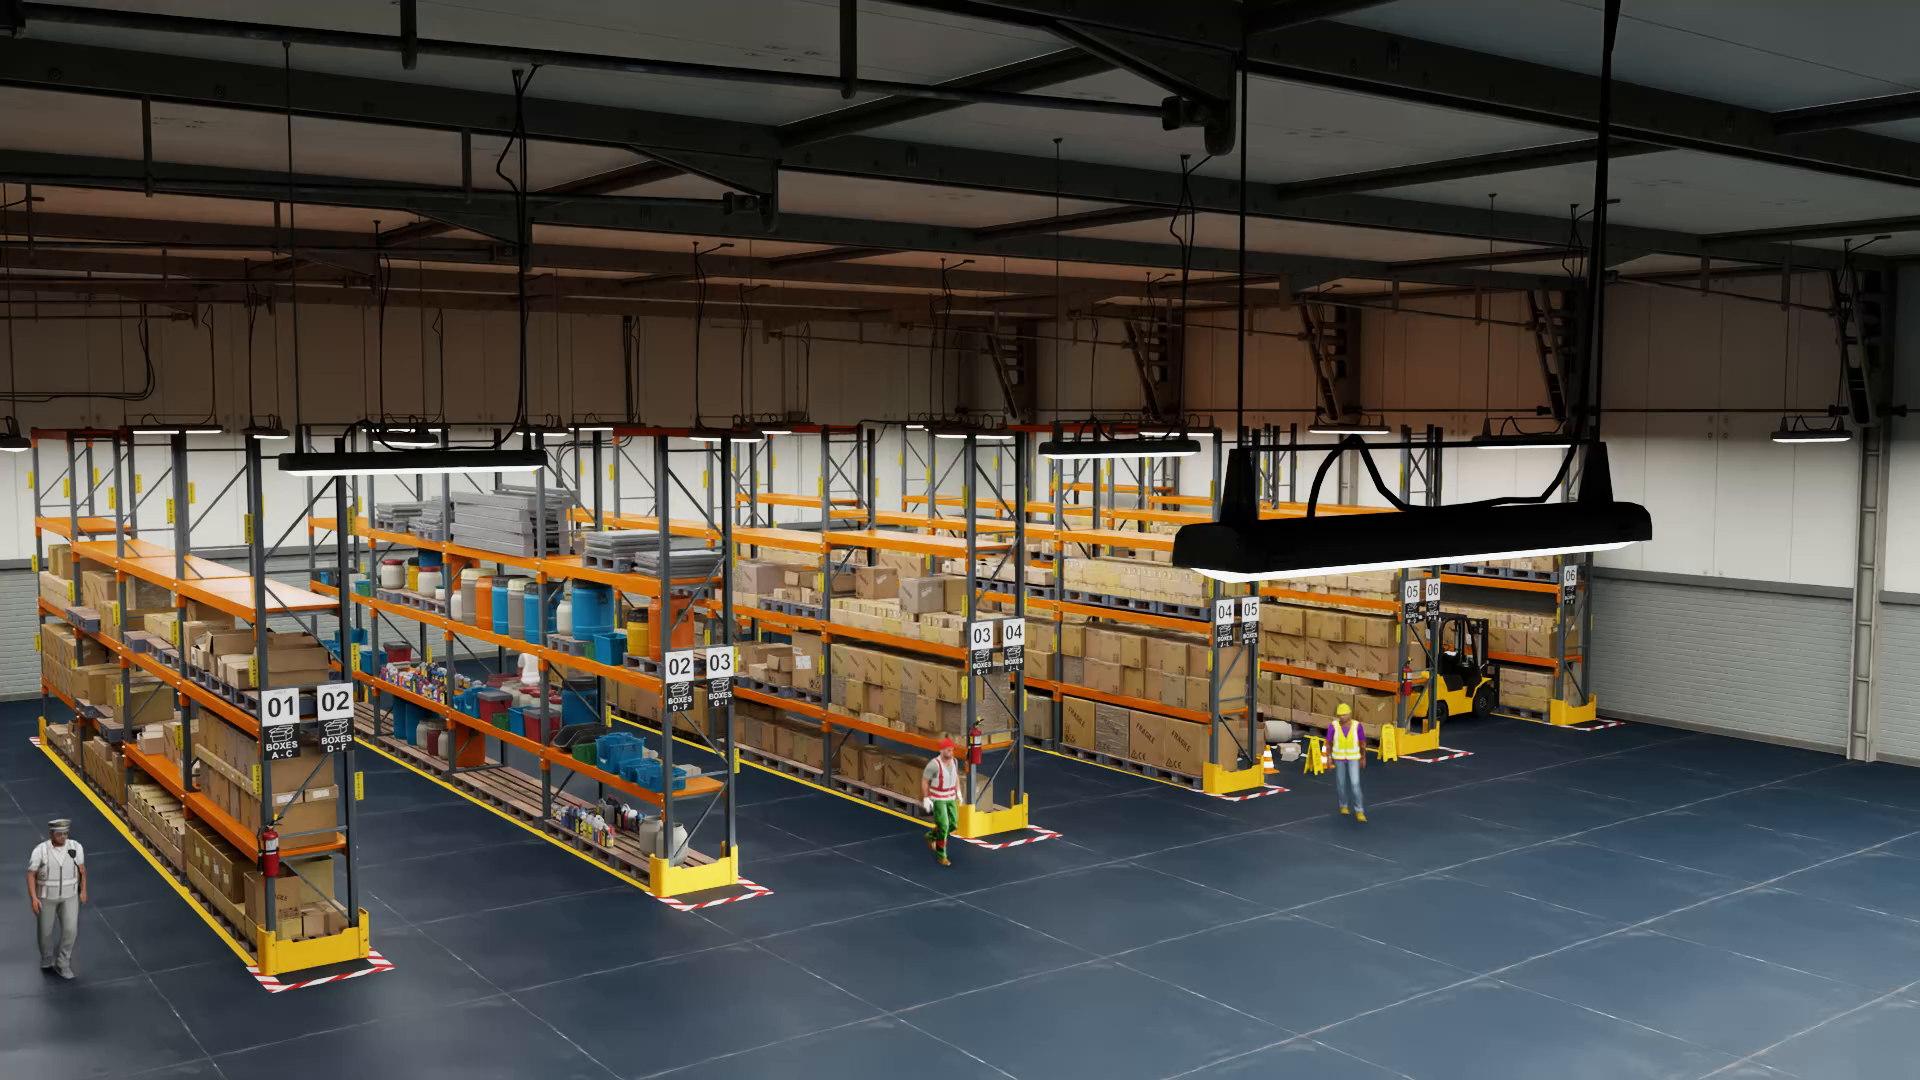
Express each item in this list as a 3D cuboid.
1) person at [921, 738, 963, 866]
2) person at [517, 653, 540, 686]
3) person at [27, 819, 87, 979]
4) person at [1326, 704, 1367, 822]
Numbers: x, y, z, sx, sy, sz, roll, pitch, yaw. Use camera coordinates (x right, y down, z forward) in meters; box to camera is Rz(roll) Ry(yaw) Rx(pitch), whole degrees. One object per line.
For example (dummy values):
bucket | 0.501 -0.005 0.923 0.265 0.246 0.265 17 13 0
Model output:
person | -0.305 3.628 23.304 0.620 1.764 0.701 -4 6 -43
person | -8.541 2.840 33.033 0.477 1.781 0.604 4 6 44
person | -10.141 4.025 18.712 0.616 1.782 0.682 -4 6 -41
person | 6.001 3.424 25.794 0.656 1.757 0.737 1 5 16
